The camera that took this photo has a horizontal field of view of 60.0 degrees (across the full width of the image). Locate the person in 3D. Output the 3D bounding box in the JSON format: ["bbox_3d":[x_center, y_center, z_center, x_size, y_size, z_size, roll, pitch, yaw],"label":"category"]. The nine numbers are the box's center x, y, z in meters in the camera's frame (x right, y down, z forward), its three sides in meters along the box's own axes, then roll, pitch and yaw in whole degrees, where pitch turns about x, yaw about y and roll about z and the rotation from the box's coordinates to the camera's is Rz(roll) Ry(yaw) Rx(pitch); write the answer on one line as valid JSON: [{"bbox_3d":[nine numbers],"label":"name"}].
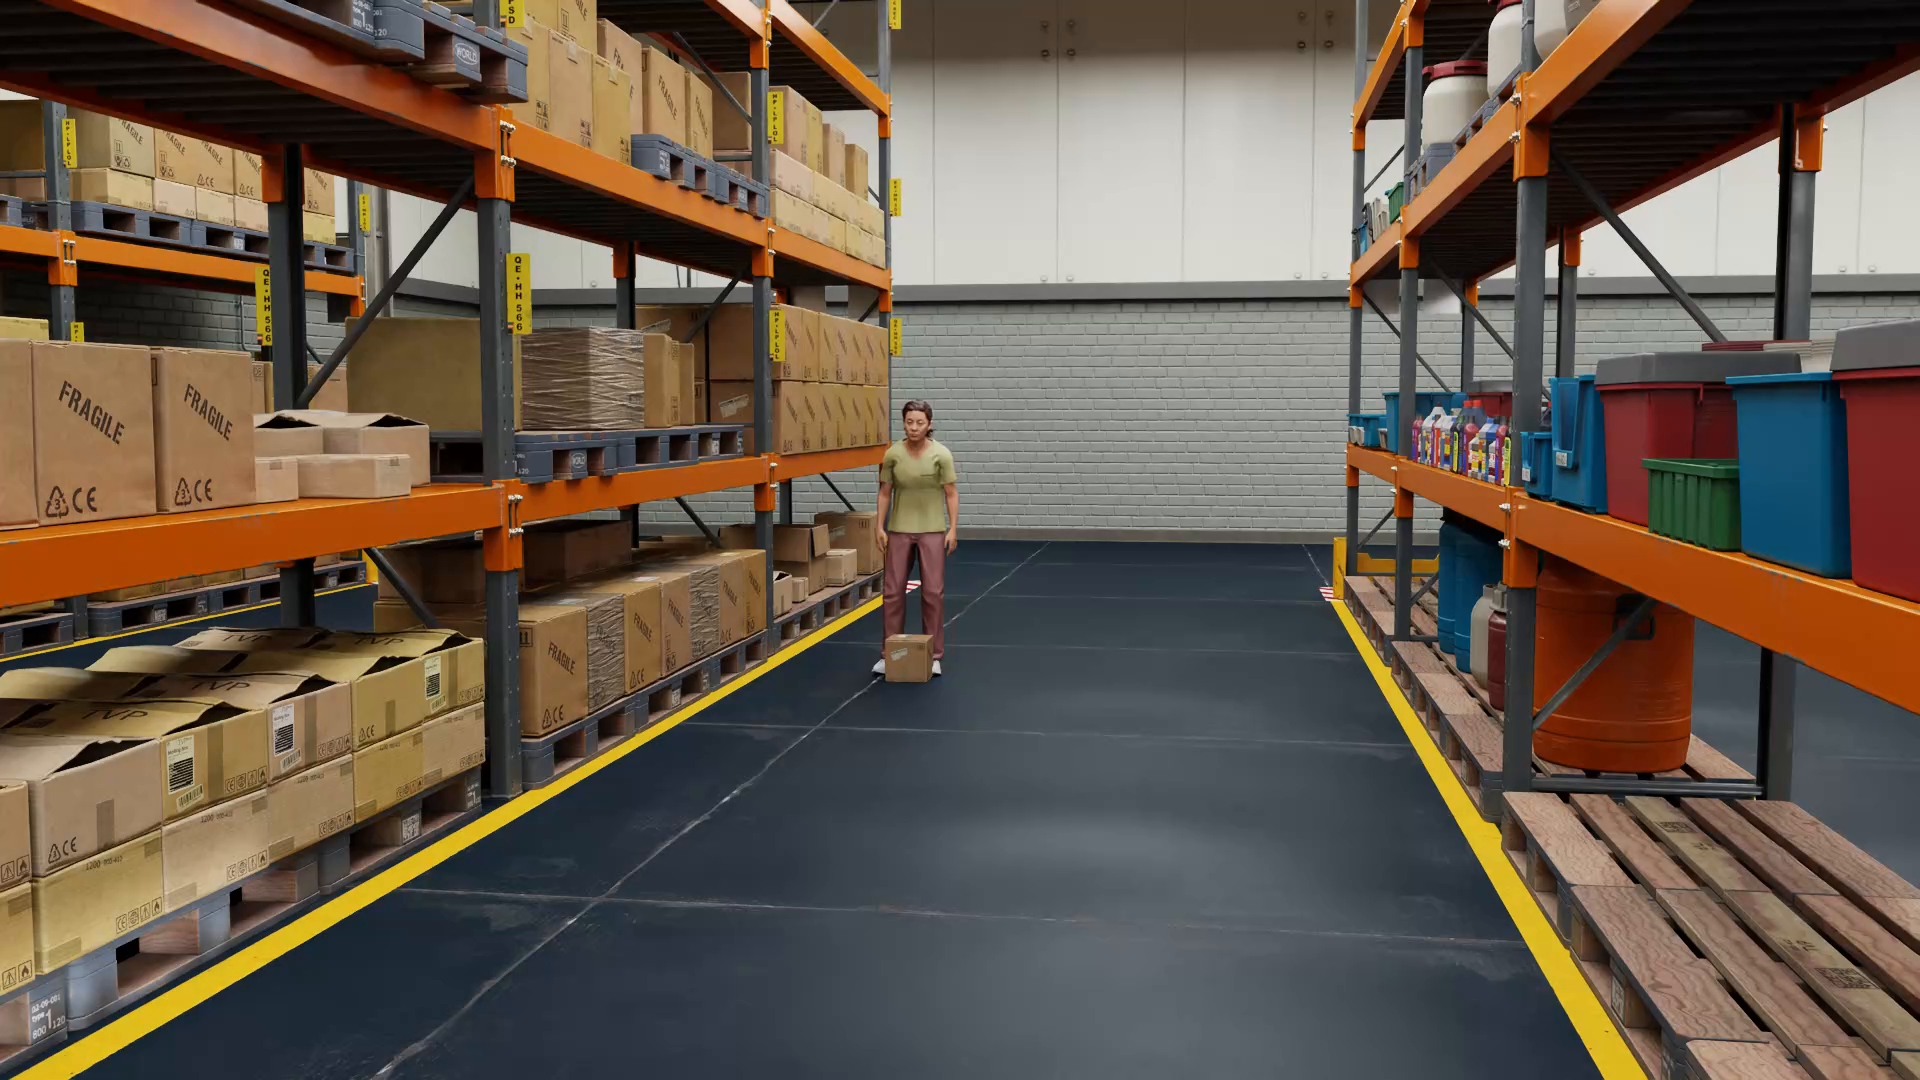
[{"bbox_3d":[-0.266,-0.022,10.137,0.506,1.672,0.352,1,5,8],"label":"person"}]
